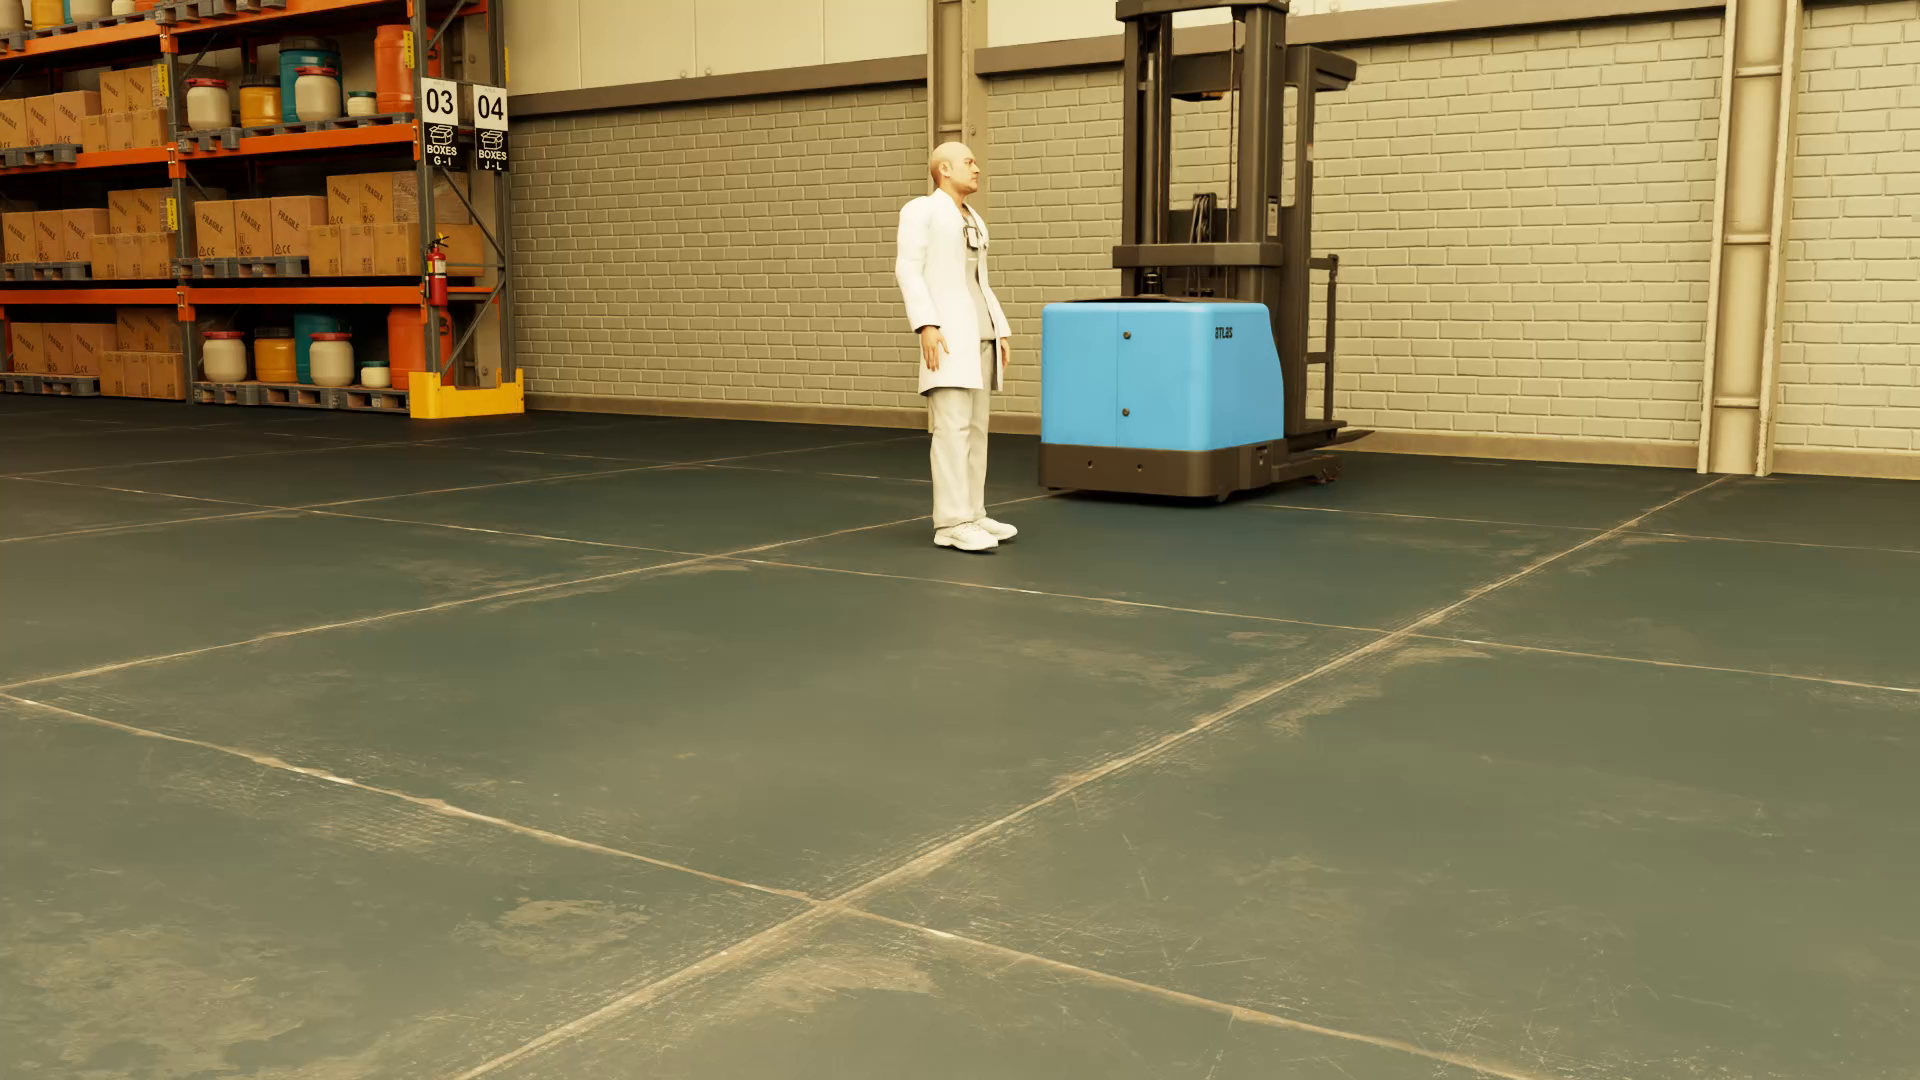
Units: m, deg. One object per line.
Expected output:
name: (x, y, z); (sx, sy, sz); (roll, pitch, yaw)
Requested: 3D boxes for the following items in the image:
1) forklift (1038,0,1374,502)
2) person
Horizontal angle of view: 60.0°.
forklift: (1.669, -1.815, 9.959); (1.130, 2.935, 3.031); (5, 10, 33)
person: (0.072, -0.879, 7.423); (0.581, 1.776, 0.694); (5, 10, 34)
